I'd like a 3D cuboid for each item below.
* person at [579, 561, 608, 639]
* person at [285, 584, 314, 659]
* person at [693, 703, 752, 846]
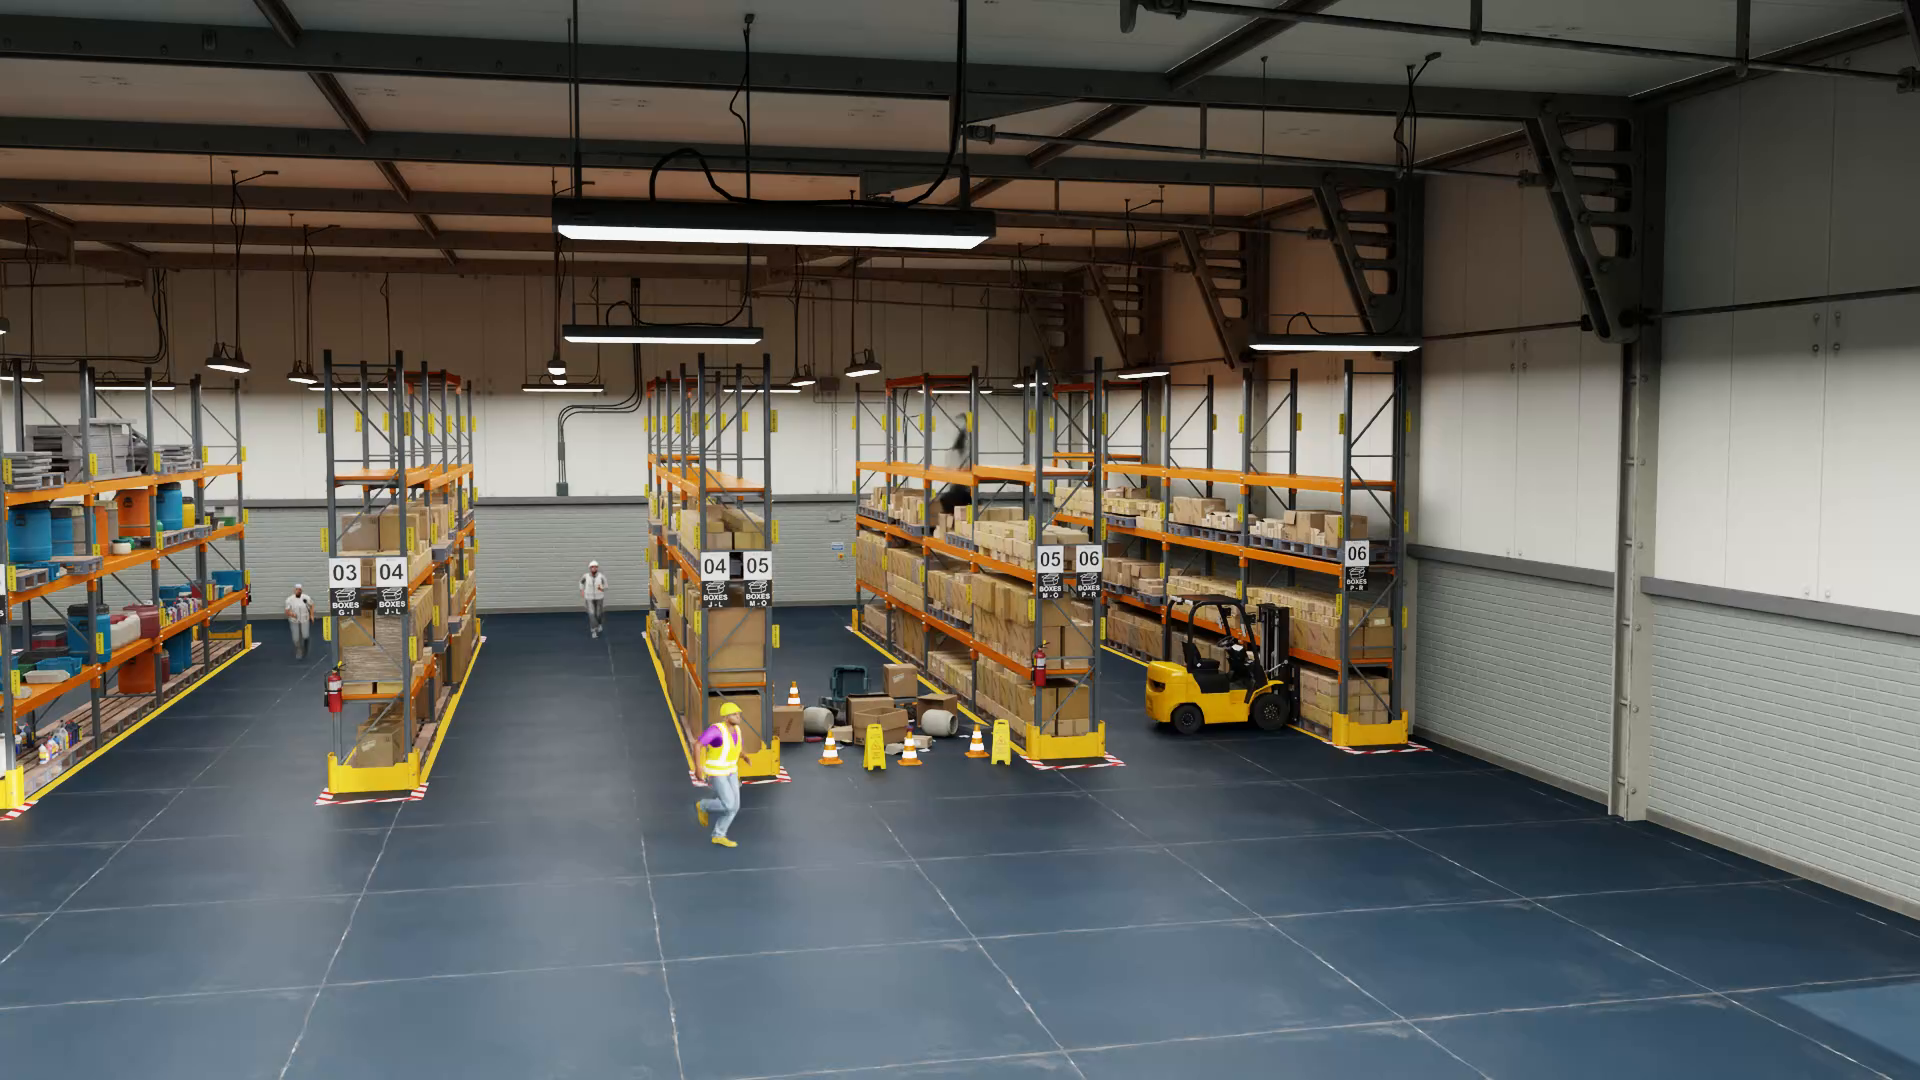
[{"bbox_3d":[-8.633,1.388,39.220,0.673,1.785,0.967,-1,4,-15],"label":"person"},{"bbox_3d":[-13.987,1.735,35.242,0.584,1.620,0.666,-2,4,-23],"label":"person"},{"bbox_3d":[-2.831,2.785,19.814,0.684,1.713,0.745,2,5,31],"label":"person"}]
